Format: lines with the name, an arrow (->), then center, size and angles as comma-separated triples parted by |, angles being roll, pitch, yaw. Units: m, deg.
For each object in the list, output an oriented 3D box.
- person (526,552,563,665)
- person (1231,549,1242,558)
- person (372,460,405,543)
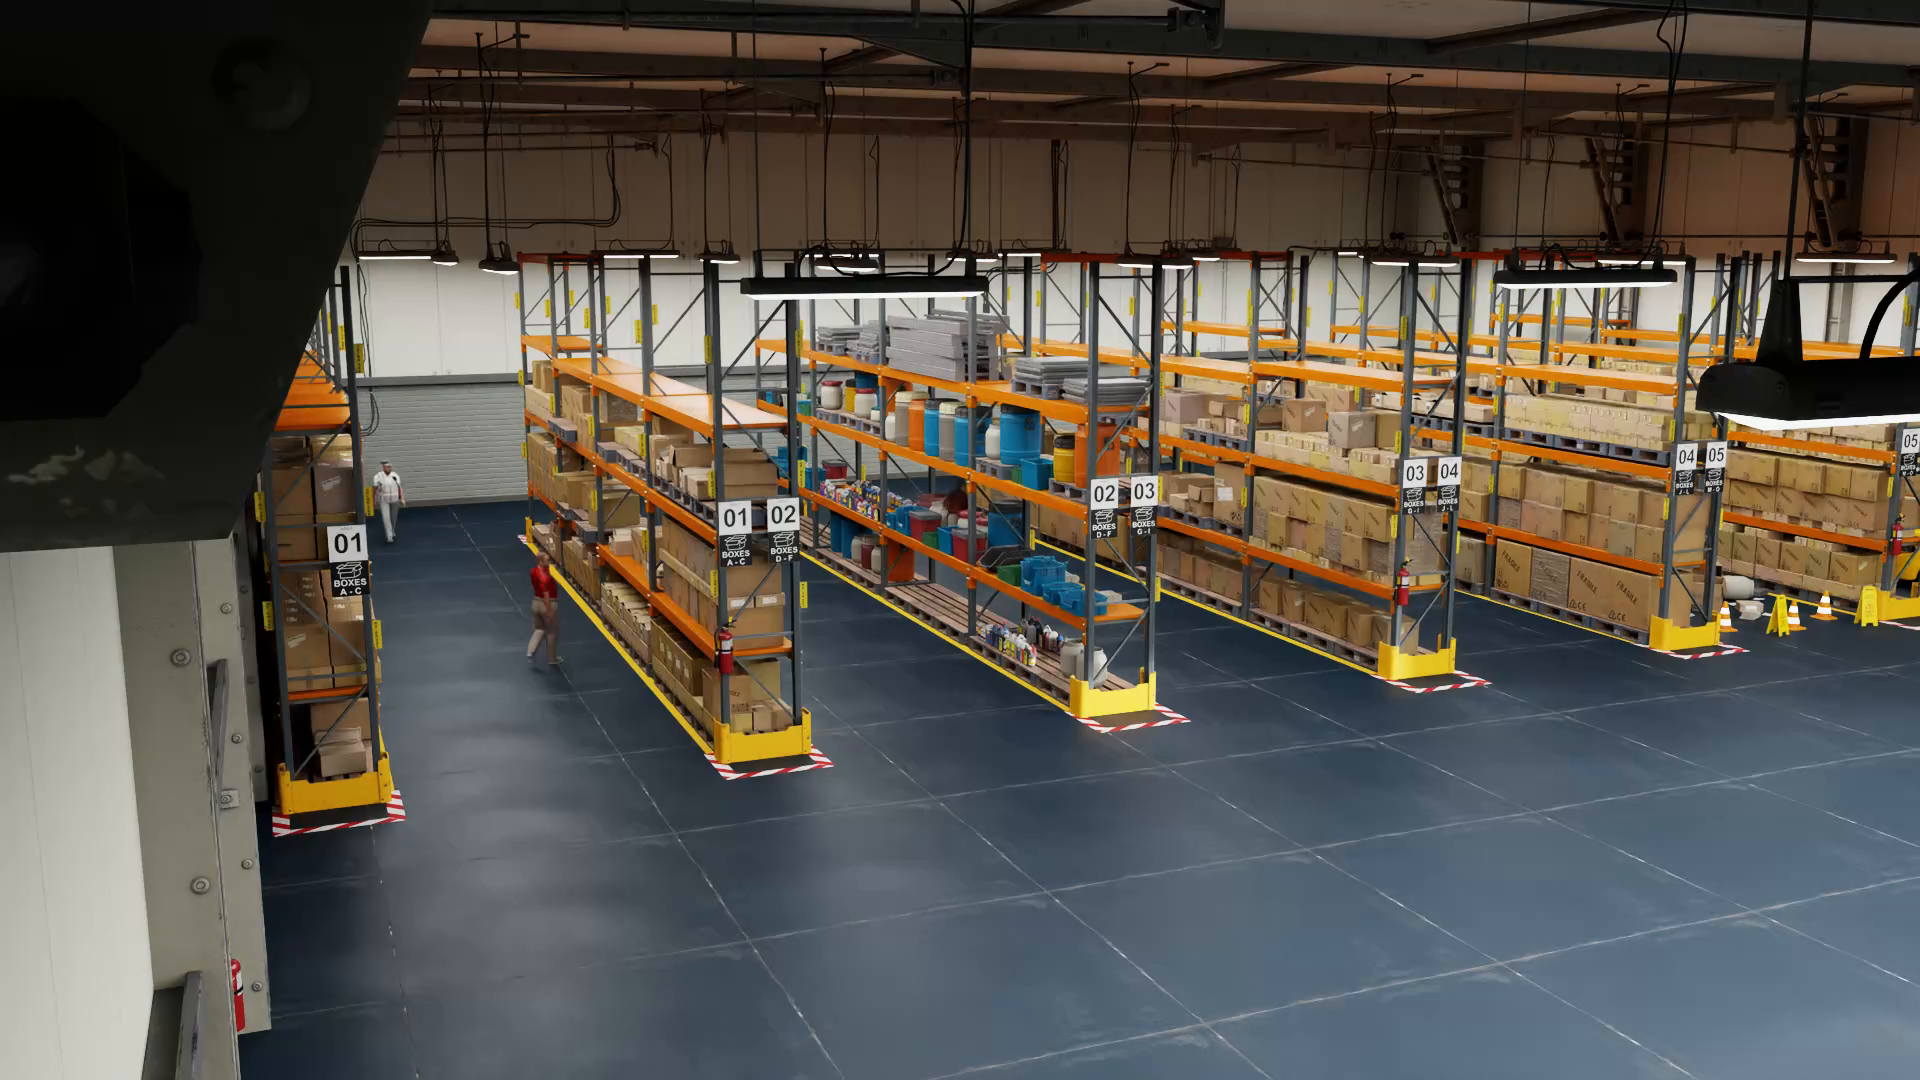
person -> -6.183, 1.019, 24.693 | 0.511, 1.728, 0.631 | 7, 12, 33
person -> 5.381, -0.400, 32.277 | 0.444, 1.788, 0.597 | -2, 11, -11
person -> -11.932, -0.830, 34.741 | 0.625, 1.706, 1.068 | -6, 12, -31
